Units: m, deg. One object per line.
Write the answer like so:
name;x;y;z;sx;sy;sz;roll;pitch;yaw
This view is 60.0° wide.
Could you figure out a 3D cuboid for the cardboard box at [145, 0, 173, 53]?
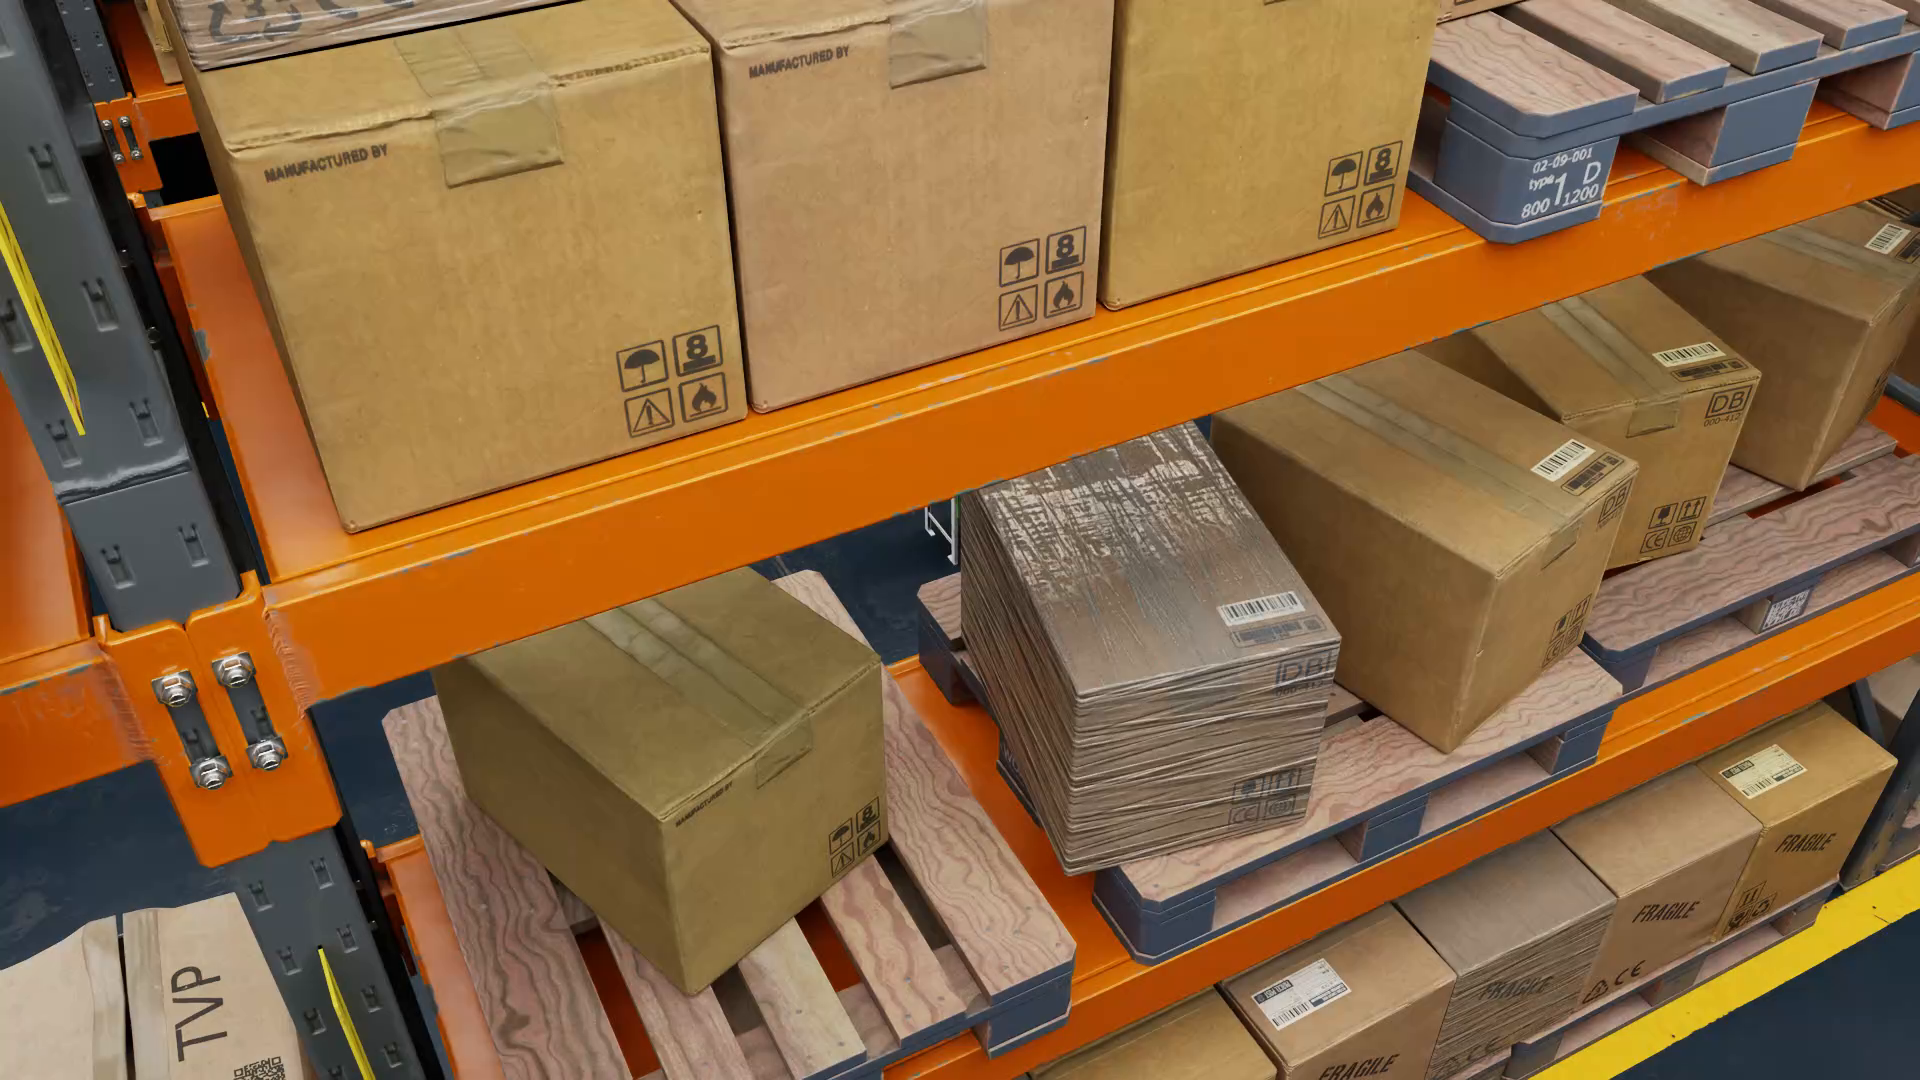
cardboard box;-2.809;-2.189;6.191;0.500;0.500;0.500;-17;43;-19

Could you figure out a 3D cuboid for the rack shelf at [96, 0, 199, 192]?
rack shelf;-1.584;-2.354;7.266;4.000;0.370;1.077;-19;44;-21

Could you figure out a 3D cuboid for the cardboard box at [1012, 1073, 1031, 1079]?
cardboard box;-0.069;1.461;3.797;0.500;0.500;0.500;-20;44;-22

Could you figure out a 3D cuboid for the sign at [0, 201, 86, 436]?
sign;-0.817;-0.246;1.436;0.005;0.325;0.100;-19;44;-21

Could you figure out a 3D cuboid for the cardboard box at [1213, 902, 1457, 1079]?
cardboard box;0.839;1.155;4.158;0.500;0.500;0.500;-20;44;-22

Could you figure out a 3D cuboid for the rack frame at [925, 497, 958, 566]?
rack frame;-0.070;-0.435;5.835;0.015;1.200;0.240;-19;44;-21

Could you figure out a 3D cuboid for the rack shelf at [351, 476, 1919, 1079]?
rack shelf;0.707;0.484;3.914;4.000;0.370;1.077;-19;44;-21

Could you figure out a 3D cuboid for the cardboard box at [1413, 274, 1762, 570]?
cardboard box;1.377;-0.331;3.917;0.500;0.500;0.700;-12;42;-14

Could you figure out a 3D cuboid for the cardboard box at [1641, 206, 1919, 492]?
cardboard box;1.958;-0.573;4.203;0.700;0.500;0.500;31;49;31

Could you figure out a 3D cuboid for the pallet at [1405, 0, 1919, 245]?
pallet;0.952;-0.995;2.928;1.003;0.211;1.213;-19;44;-21

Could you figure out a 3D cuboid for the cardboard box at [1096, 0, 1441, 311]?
cardboard box;0.219;-0.834;2.514;0.500;0.500;0.910;-19;44;-21

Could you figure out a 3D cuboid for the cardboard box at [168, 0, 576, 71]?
cardboard box;-0.677;-0.885;1.801;0.500;0.500;0.500;-19;44;-21

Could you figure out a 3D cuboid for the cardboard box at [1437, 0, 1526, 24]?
cardboard box;0.819;-1.261;2.617;0.600;0.600;0.600;-20;44;-22

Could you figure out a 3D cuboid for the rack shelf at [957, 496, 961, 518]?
rack shelf;0.147;-0.275;6.117;0.480;0.148;0.258;-19;44;-21

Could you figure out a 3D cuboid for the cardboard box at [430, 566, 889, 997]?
cardboard box;-0.560;0.355;3.106;0.700;0.500;0.500;31;49;31

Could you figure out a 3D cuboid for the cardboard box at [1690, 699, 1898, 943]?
cardboard box;2.176;0.710;4.684;0.500;0.500;0.500;-19;44;-21

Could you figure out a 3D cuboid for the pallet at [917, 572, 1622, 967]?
pallet;0.656;0.296;3.727;1.213;0.211;1.003;-19;44;-21

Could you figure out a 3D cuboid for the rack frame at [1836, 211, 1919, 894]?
rack frame;2.481;-0.388;4.386;0.127;3.000;1.000;-19;44;-21

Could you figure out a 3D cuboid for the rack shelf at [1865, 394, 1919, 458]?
rack shelf;4.255;-0.710;5.324;4.000;0.370;1.077;-19;44;-21

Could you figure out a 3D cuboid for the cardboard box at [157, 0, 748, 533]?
cardboard box;-0.695;-0.526;2.151;0.500;0.500;0.910;-19;44;-21

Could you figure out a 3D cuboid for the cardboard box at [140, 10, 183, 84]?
cardboard box;-2.959;-1.909;6.362;0.250;0.149;0.380;-19;44;-21

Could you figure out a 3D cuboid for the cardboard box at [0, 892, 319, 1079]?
cardboard box;-1.409;0.924;2.906;0.500;0.311;0.500;-16;43;-18

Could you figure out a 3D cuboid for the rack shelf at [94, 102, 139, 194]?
rack shelf;-5.132;-1.160;5.855;4.000;0.370;1.077;-19;44;-21

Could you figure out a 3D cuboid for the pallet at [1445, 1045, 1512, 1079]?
pallet;0.694;1.308;4.542;1.213;0.211;1.003;-19;44;-21

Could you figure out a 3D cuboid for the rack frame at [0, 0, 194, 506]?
rack frame;-1.066;-1.484;1.038;0.127;3.000;1.000;-19;44;-21

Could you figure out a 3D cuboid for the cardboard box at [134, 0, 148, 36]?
cardboard box;-3.187;-2.187;6.691;0.250;0.149;0.380;-18;43;-20

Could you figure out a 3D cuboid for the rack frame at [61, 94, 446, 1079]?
rack frame;-1.066;0.806;2.976;0.127;3.000;1.000;-19;44;-21

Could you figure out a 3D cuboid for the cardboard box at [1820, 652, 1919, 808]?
cardboard box;2.954;0.469;5.114;0.500;0.311;0.500;-19;44;-21

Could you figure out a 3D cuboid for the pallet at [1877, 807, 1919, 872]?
pallet;3.091;0.472;5.529;1.213;0.211;1.003;-19;44;-21

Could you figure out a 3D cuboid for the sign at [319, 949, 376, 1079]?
sign;-0.807;0.681;2.227;0.005;0.325;0.100;-19;44;-21

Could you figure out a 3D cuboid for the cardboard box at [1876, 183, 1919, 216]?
cardboard box;2.810;-1.107;4.385;0.500;0.500;0.500;-18;44;-20

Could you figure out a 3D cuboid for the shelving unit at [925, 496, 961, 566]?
shelving unit;0.147;-0.507;5.921;0.503;1.200;0.258;-19;44;-21

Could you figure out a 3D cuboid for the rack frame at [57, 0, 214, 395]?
rack frame;-3.358;-2.031;6.328;0.127;3.000;1.000;-19;44;-21

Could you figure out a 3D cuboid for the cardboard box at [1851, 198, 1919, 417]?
cardboard box;2.806;-0.722;4.704;0.500;0.500;0.500;-18;43;-20

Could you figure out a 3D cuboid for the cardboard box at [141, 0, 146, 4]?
cardboard box;-3.061;-2.483;6.538;0.500;0.500;0.500;-18;44;-20

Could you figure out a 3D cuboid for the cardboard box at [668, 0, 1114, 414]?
cardboard box;-0.243;-0.679;2.331;0.500;0.500;0.910;-19;44;-21

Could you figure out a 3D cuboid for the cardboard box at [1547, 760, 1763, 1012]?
cardboard box;1.734;0.853;4.515;0.500;0.500;0.500;-18;44;-20

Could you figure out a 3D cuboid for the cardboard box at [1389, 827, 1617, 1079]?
cardboard box;1.289;1.002;4.339;0.500;0.500;0.500;-18;43;-20

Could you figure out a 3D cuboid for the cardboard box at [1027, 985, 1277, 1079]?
cardboard box;0.378;1.314;3.970;0.500;0.500;0.500;-19;44;-21

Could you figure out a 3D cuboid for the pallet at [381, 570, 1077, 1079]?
pallet;-0.498;0.637;3.325;1.003;0.211;1.213;-19;44;-21

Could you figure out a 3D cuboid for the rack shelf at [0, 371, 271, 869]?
rack shelf;-2.840;0.533;1.534;4.000;0.370;1.077;-19;44;-21

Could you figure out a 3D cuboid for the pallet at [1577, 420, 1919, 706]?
pallet;1.722;-0.138;4.240;1.213;0.211;1.003;-19;44;-21

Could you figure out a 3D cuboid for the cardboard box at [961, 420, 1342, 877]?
cardboard box;0.339;0.192;3.300;0.500;0.500;0.700;-11;41;-13

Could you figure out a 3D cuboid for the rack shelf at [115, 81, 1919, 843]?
rack shelf;0.707;-0.661;2.944;4.000;0.370;1.077;-19;44;-21

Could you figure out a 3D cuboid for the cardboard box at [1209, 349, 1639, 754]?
cardboard box;0.943;-0.023;3.554;0.500;0.500;0.700;-30;49;-31

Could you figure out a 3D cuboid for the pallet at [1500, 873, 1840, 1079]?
pallet;1.777;0.941;4.975;1.213;0.211;1.003;-19;44;-21
